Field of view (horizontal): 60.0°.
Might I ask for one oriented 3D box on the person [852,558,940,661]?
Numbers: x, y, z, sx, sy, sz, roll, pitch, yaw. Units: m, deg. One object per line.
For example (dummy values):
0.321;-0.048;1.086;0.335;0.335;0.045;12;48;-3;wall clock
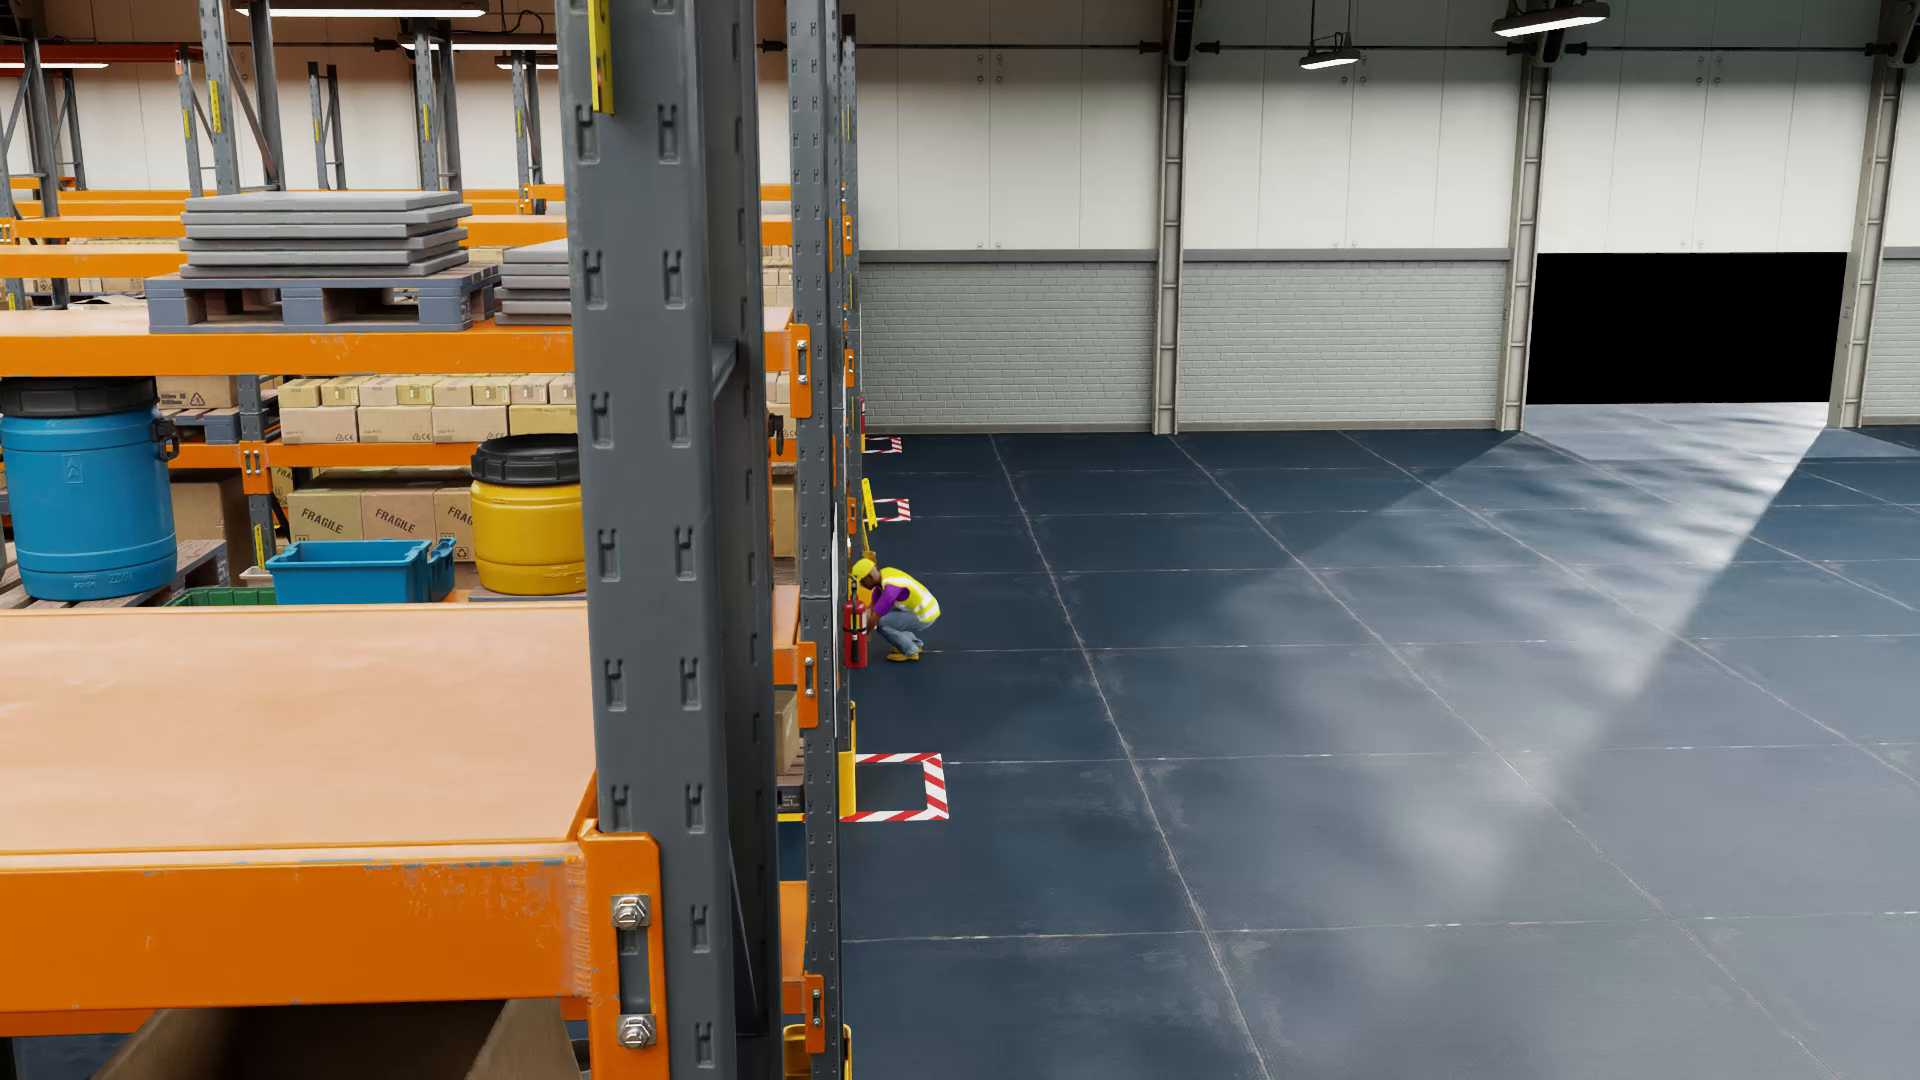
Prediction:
-0.637;0.650;15.895;0.888;0.996;0.587;-1;13;-3;person
